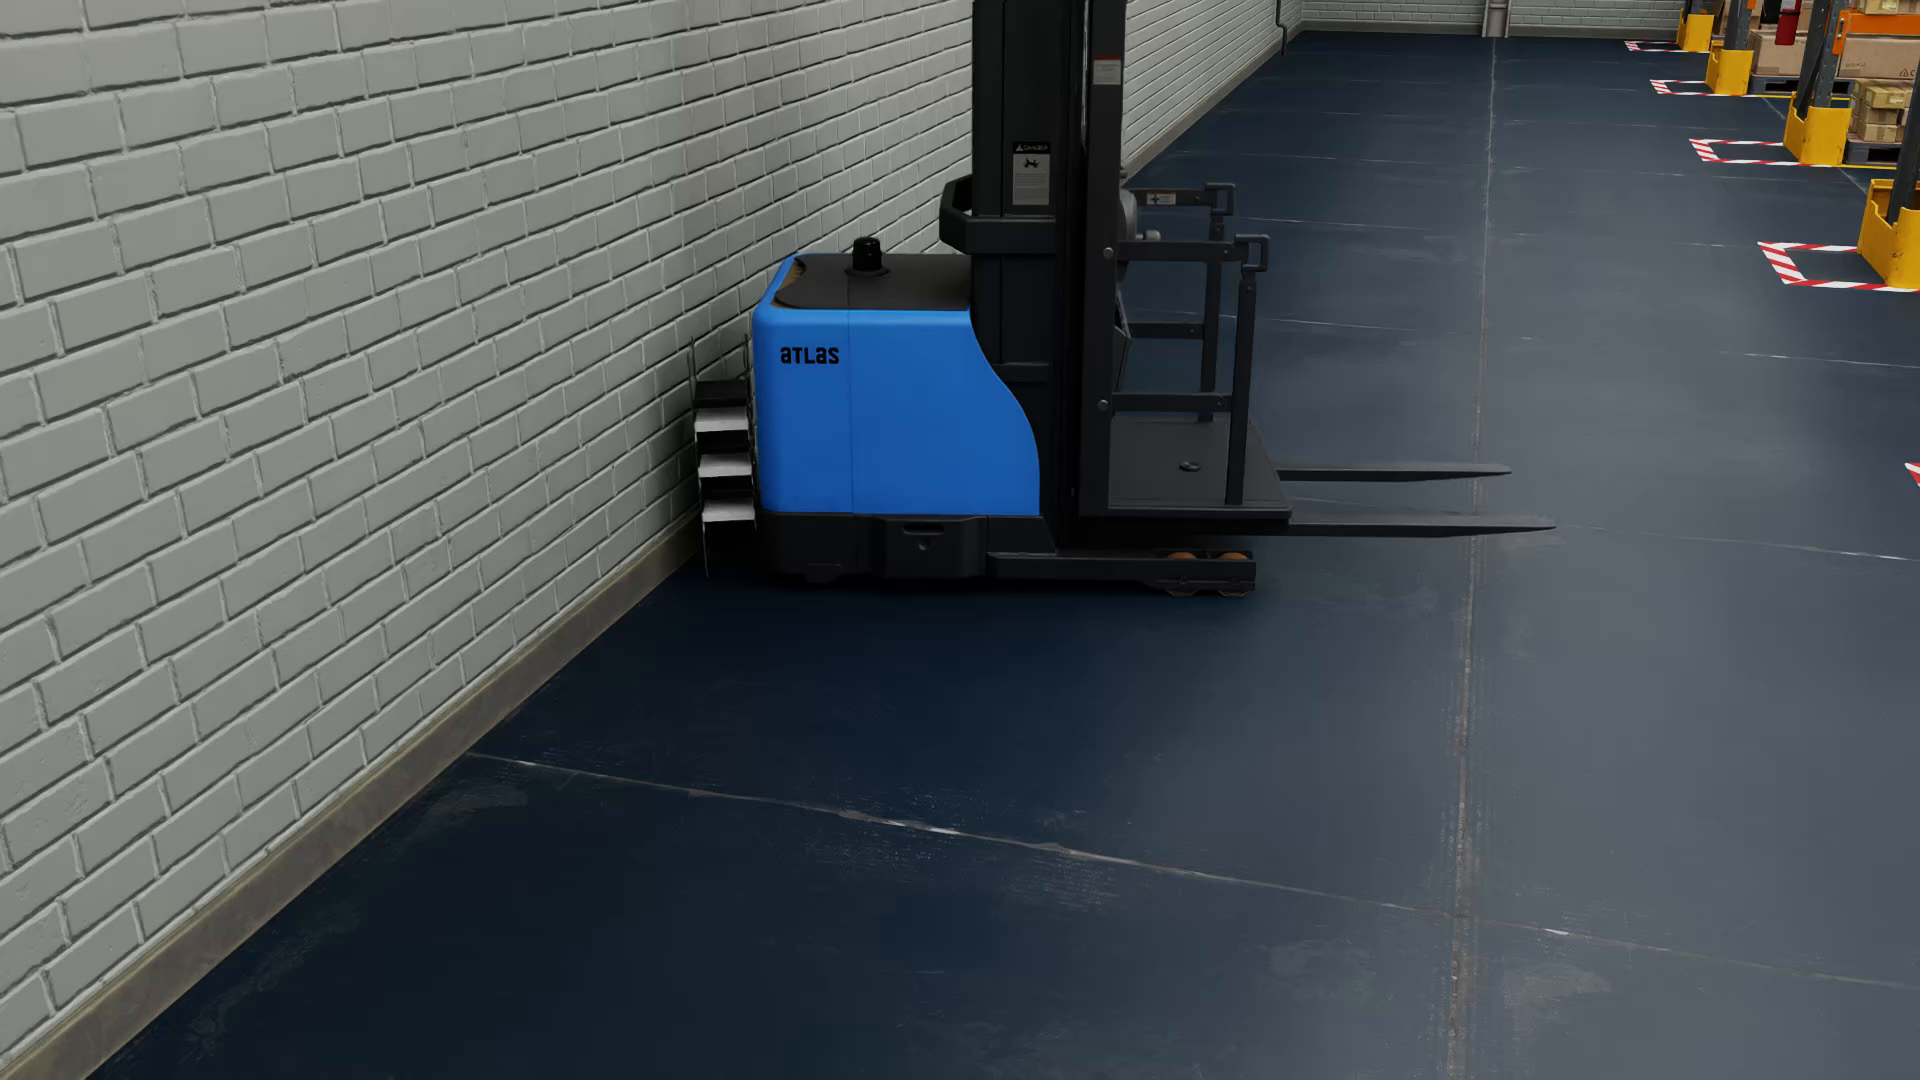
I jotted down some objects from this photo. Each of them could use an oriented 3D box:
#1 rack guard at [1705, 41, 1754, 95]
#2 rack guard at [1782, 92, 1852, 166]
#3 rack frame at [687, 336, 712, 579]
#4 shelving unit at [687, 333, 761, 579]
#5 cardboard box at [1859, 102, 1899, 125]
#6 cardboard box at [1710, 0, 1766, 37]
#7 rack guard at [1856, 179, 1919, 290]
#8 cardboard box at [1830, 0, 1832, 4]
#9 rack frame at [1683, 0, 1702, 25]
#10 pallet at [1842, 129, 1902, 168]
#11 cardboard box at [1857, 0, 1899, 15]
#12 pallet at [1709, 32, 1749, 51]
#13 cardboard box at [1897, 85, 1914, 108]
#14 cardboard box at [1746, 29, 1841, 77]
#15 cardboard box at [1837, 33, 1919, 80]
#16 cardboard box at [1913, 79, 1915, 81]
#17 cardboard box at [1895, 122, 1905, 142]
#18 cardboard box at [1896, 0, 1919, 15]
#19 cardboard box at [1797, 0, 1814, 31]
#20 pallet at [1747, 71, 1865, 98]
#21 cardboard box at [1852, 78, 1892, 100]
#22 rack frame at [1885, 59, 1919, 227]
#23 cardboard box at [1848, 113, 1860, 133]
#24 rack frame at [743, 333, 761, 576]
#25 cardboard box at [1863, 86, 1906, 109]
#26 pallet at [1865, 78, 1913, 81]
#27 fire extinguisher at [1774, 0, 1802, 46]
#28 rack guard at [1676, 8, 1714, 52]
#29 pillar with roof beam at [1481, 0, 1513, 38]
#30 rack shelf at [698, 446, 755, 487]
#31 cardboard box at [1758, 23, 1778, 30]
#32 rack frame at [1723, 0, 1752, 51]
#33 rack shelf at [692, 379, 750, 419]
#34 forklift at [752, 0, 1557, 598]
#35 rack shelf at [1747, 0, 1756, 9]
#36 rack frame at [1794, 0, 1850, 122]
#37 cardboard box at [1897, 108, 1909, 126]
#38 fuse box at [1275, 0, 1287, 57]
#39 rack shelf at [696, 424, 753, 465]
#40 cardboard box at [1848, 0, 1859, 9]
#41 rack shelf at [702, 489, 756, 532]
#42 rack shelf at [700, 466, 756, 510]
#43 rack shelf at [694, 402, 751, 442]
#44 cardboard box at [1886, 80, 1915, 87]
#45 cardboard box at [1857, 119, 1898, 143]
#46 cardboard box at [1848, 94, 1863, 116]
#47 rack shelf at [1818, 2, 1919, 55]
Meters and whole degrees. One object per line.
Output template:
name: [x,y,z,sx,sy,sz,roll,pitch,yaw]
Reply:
rack guard: [9.196,-5.655,19.898,0.348,0.500,1.175,7,23,16]
rack guard: [7.959,-3.835,15.460,0.348,0.500,1.175,7,23,16]
rack frame: [-0.993,-0.311,6.342,0.006,0.900,0.240,-3,22,-4]
shelving unit: [-0.891,-0.316,6.348,0.210,0.900,0.258,-3,22,-4]
cardboard box: [8.314,-3.862,15.043,0.250,0.149,0.380,8,23,18]
cardboard box: [11.208,-7.551,23.961,0.637,0.503,0.797,6,23,13]
rack guard: [6.334,-2.055,11.120,0.348,0.500,1.175,7,23,16]
cardboard box: [12.492,-7.347,23.469,0.500,0.500,0.500,7,23,17]
rack frame: [10.650,-8.613,23.815,0.127,3.000,1.000,7,23,16]
pallet: [8.727,-3.599,15.266,1.213,0.211,1.003,7,23,16]
cardboard box: [8.102,-4.729,14.676,0.250,0.149,0.380,6,23,15]
pallet: [11.486,-7.227,24.111,1.213,0.211,1.003,7,23,16]
cardboard box: [8.588,-3.983,14.946,0.250,0.149,0.380,7,23,16]
cardboard box: [9.880,-5.782,19.736,0.875,0.438,0.875,6,23,14]
cardboard box: [10.759,-5.685,19.499,0.875,0.438,0.875,7,23,17]
cardboard box: [8.975,-4.153,15.362,0.250,0.149,0.380,6,23,14]
cardboard box: [8.570,-3.702,15.046,0.250,0.149,0.380,6,23,15]
cardboard box: [8.357,-4.716,14.645,0.250,0.149,0.380,7,23,17]
cardboard box: [12.015,-7.441,23.699,0.500,0.500,0.700,8,23,18]
pallet: [10.007,-5.460,19.802,1.213,0.211,1.003,7,23,16]
cardboard box: [8.466,-4.184,15.437,0.250,0.149,0.380,7,23,16]
rack frame: [6.357,-3.208,10.639,0.127,3.000,1.000,7,23,16]
cardboard box: [8.450,-3.893,15.511,0.250,0.149,0.380,7,23,16]
rack frame: [-0.790,-0.321,6.355,0.006,0.900,0.240,-3,22,-4]
cardboard box: [8.290,-3.969,14.913,0.250,0.149,0.380,5,23,13]
pallet: [11.172,-5.325,19.474,1.213,0.211,1.003,7,23,16]
fire extinguisher: [7.778,-4.986,15.567,0.183,0.674,0.296,7,23,16]
rack guard: [10.722,-7.448,24.269,0.348,0.500,1.175,7,23,16]
pillar with roof beam: [7.085,-10.447,20.382,0.400,9.000,9.100,7,23,16]
rack shelf: [-0.890,-0.285,6.361,0.200,0.077,0.258,-3,22,-4]
cardboard box: [11.603,-7.326,23.881,0.250,0.149,0.380,6,23,13]
rack frame: [9.219,-6.809,19.417,0.127,3.000,1.000,7,23,16]
rack shelf: [-0.896,-0.535,6.258,0.200,0.077,0.258,-3,22,-4]
forklift: [0.762,-1.345,6.188,3.031,2.935,1.130,1,22,2]
rack shelf: [11.134,-6.257,19.019,4.000,0.370,1.077,7,23,16]
rack frame: [7.886,-4.999,15.006,0.127,3.000,1.000,7,23,16]
cardboard box: [8.560,-3.811,14.920,0.250,0.149,0.380,6,23,15]
fuse box: [4.561,-7.570,22.970,0.414,1.711,0.539,7,23,16]
rack shelf: [-0.892,-0.368,6.327,0.200,0.077,0.258,-3,22,-4]
cardboard box: [8.280,-4.950,15.217,0.250,0.149,0.380,7,23,16]
rack shelf: [-0.887,-0.119,6.430,0.200,0.077,0.258,-3,22,-4]
rack shelf: [-0.889,-0.202,6.395,0.200,0.077,0.258,-3,22,-4]
rack shelf: [-0.894,-0.451,6.292,0.200,0.077,0.258,-3,22,-4]
cardboard box: [8.690,-4.136,15.319,0.250,0.149,0.380,7,23,17]
cardboard box: [8.295,-3.701,15.043,0.250,0.149,0.380,7,23,17]
cardboard box: [8.474,-4.058,15.522,0.250,0.149,0.380,6,23,14]
rack shelf: [9.801,-4.447,14.608,4.000,0.370,1.077,7,23,16]
